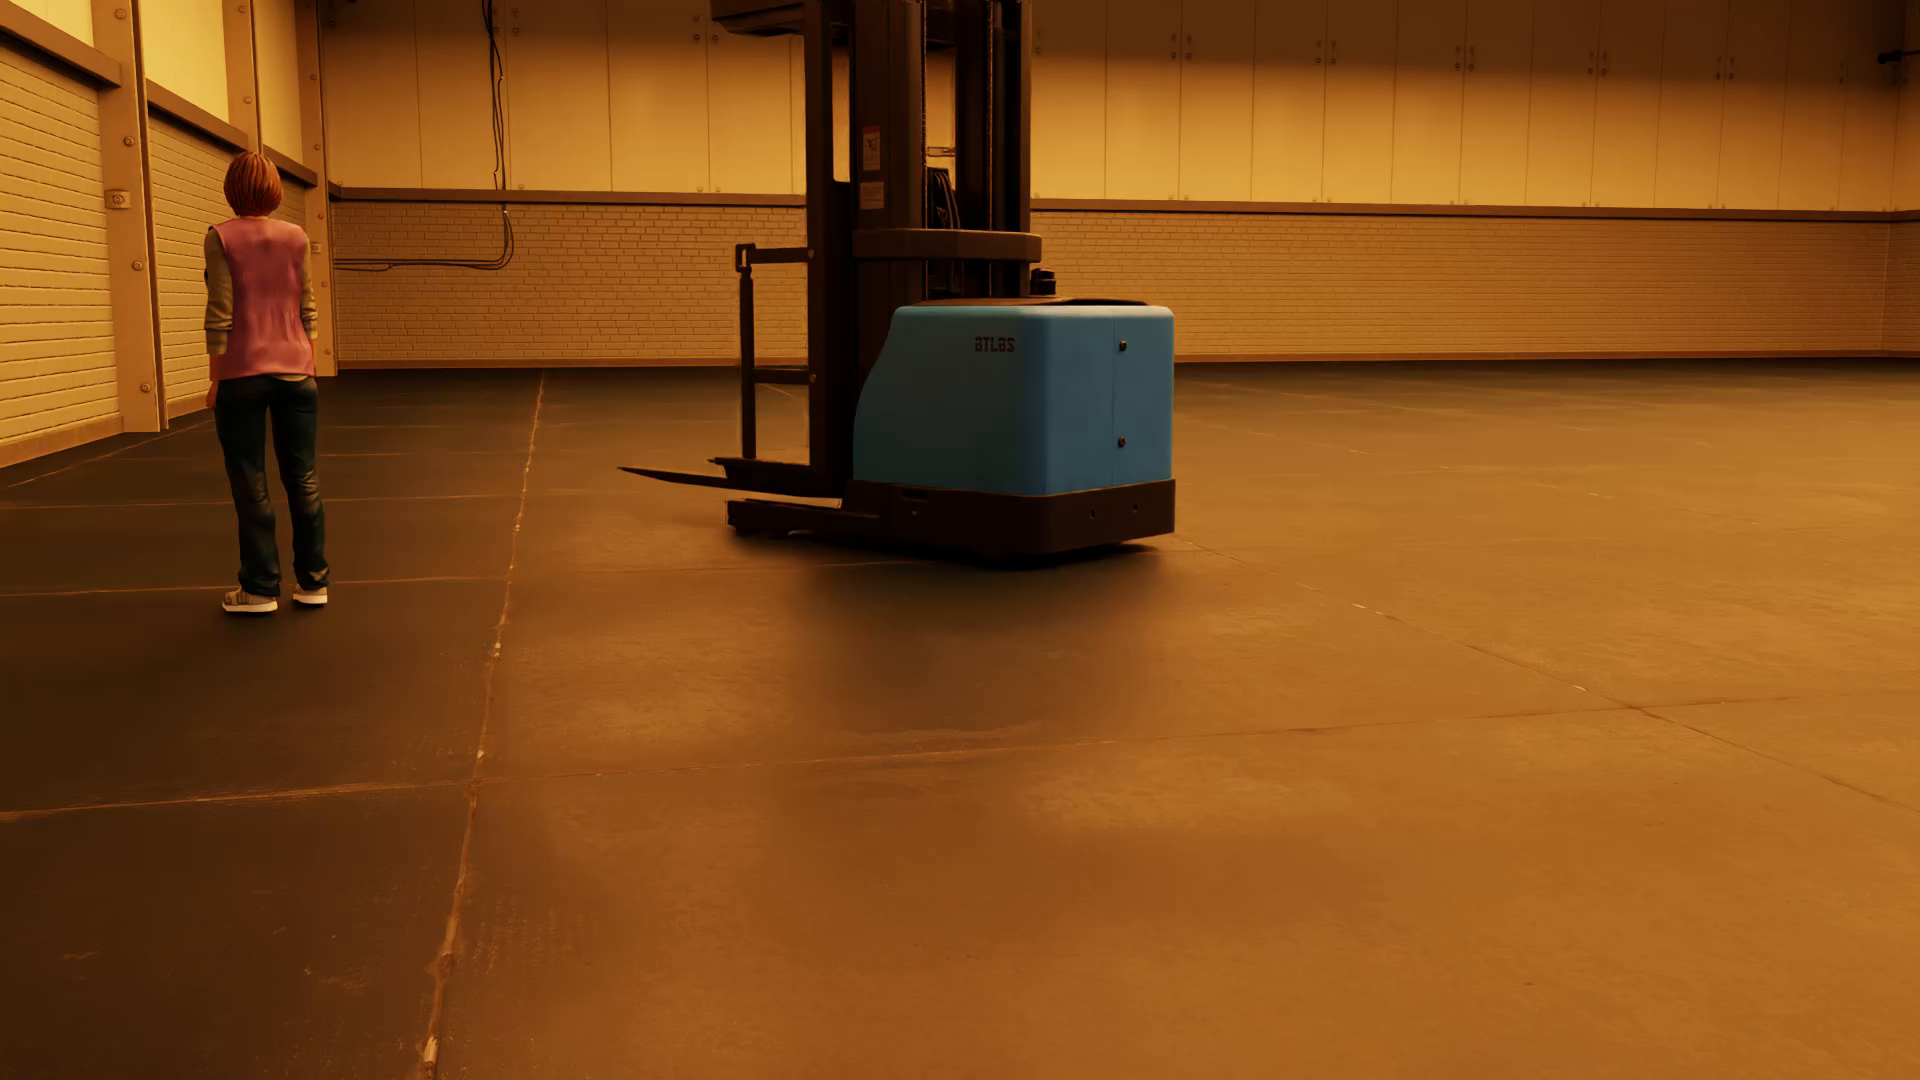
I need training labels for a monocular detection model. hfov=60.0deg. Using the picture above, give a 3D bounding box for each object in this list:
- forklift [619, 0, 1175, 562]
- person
[{"bbox_3d":[-0.469,-1.508,7.909,3.031,2.935,1.130,7,11,42],"label":"forklift"},{"bbox_3d":[-2.446,-0.545,5.837,0.326,1.602,0.409,8,11,44],"label":"person"}]
